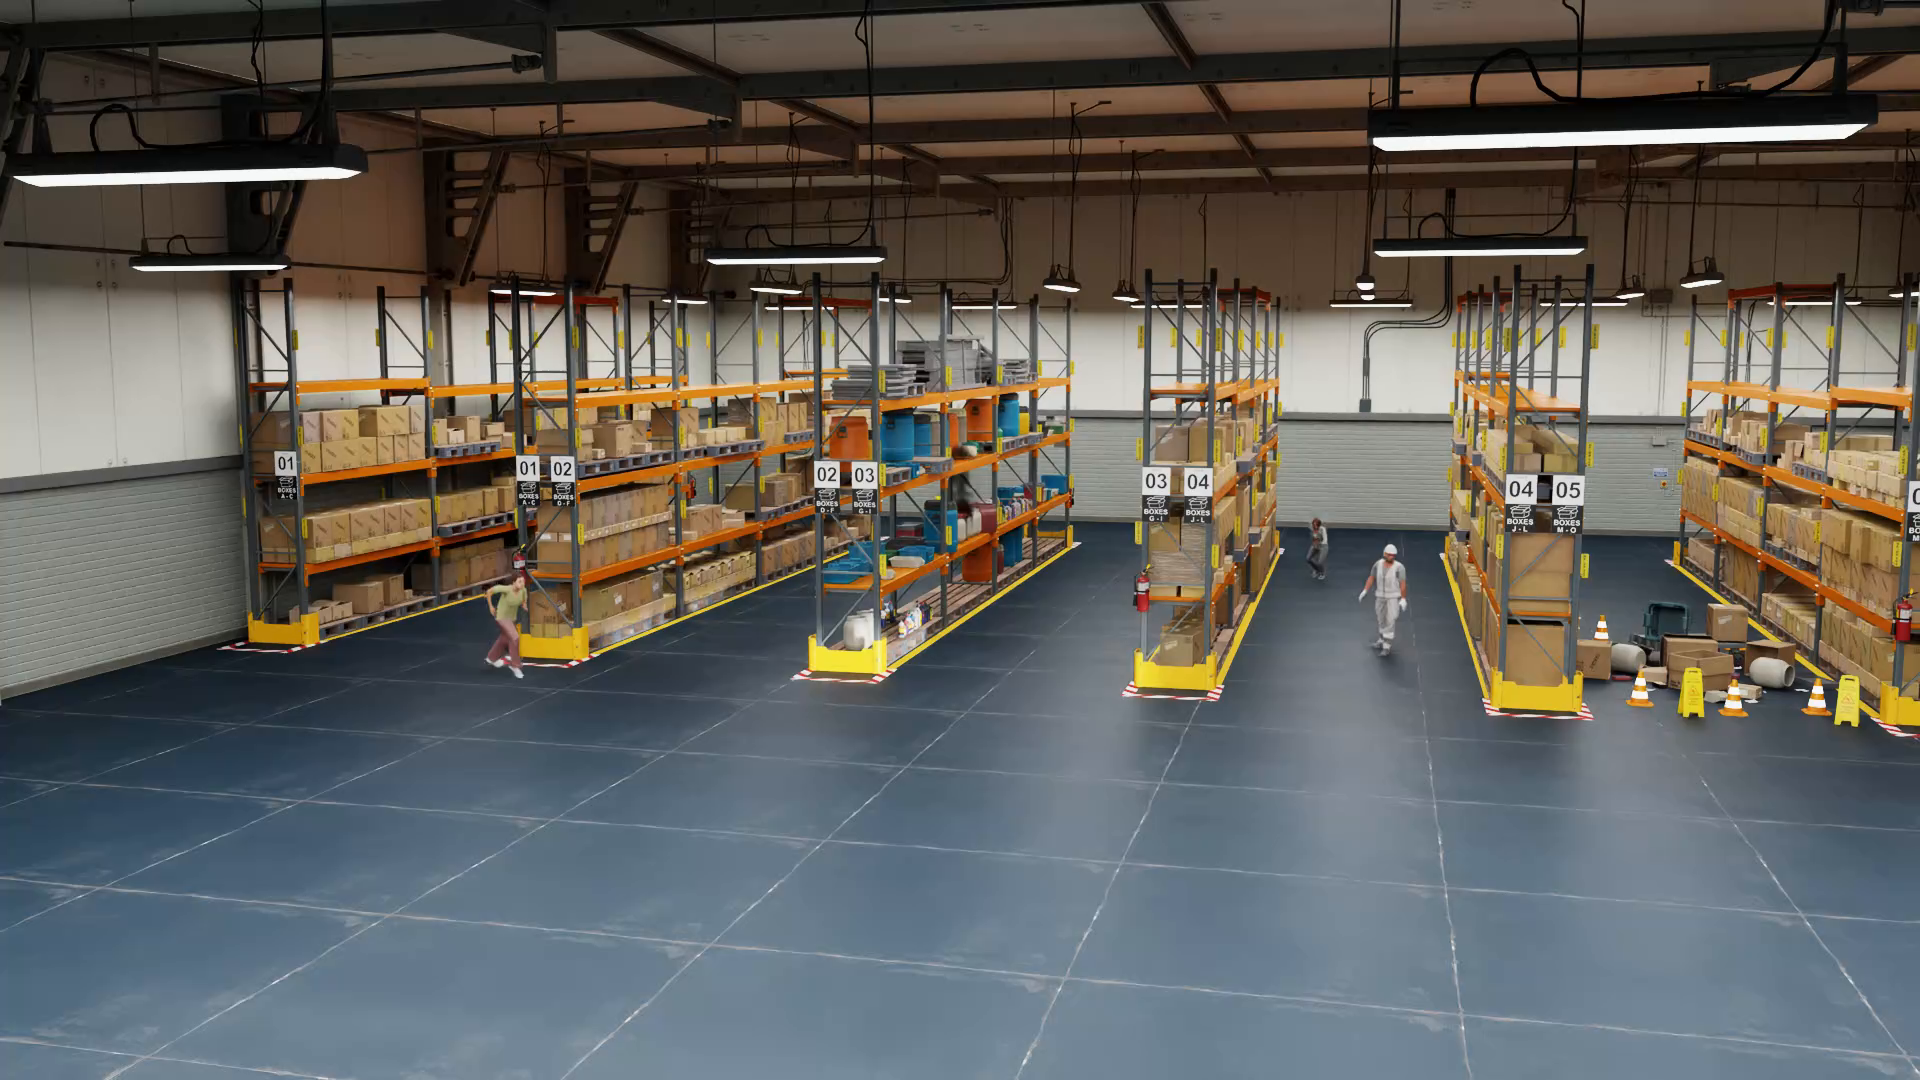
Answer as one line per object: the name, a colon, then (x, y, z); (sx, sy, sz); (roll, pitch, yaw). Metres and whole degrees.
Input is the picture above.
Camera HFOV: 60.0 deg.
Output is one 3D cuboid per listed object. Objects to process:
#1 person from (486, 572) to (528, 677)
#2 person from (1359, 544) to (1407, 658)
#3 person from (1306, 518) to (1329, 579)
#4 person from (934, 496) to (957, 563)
person: (-6.855, 1.255, 24.992); (0.944, 1.621, 0.623); (6, 9, 39)
person: (6.803, 0.940, 26.672); (0.735, 1.778, 0.766); (6, 9, 43)
person: (7.420, 0.191, 34.534); (0.587, 1.341, 0.915); (6, 9, 39)
person: (-0.181, -0.245, 37.410); (1.060, 1.559, 0.711); (-5, 9, -36)
